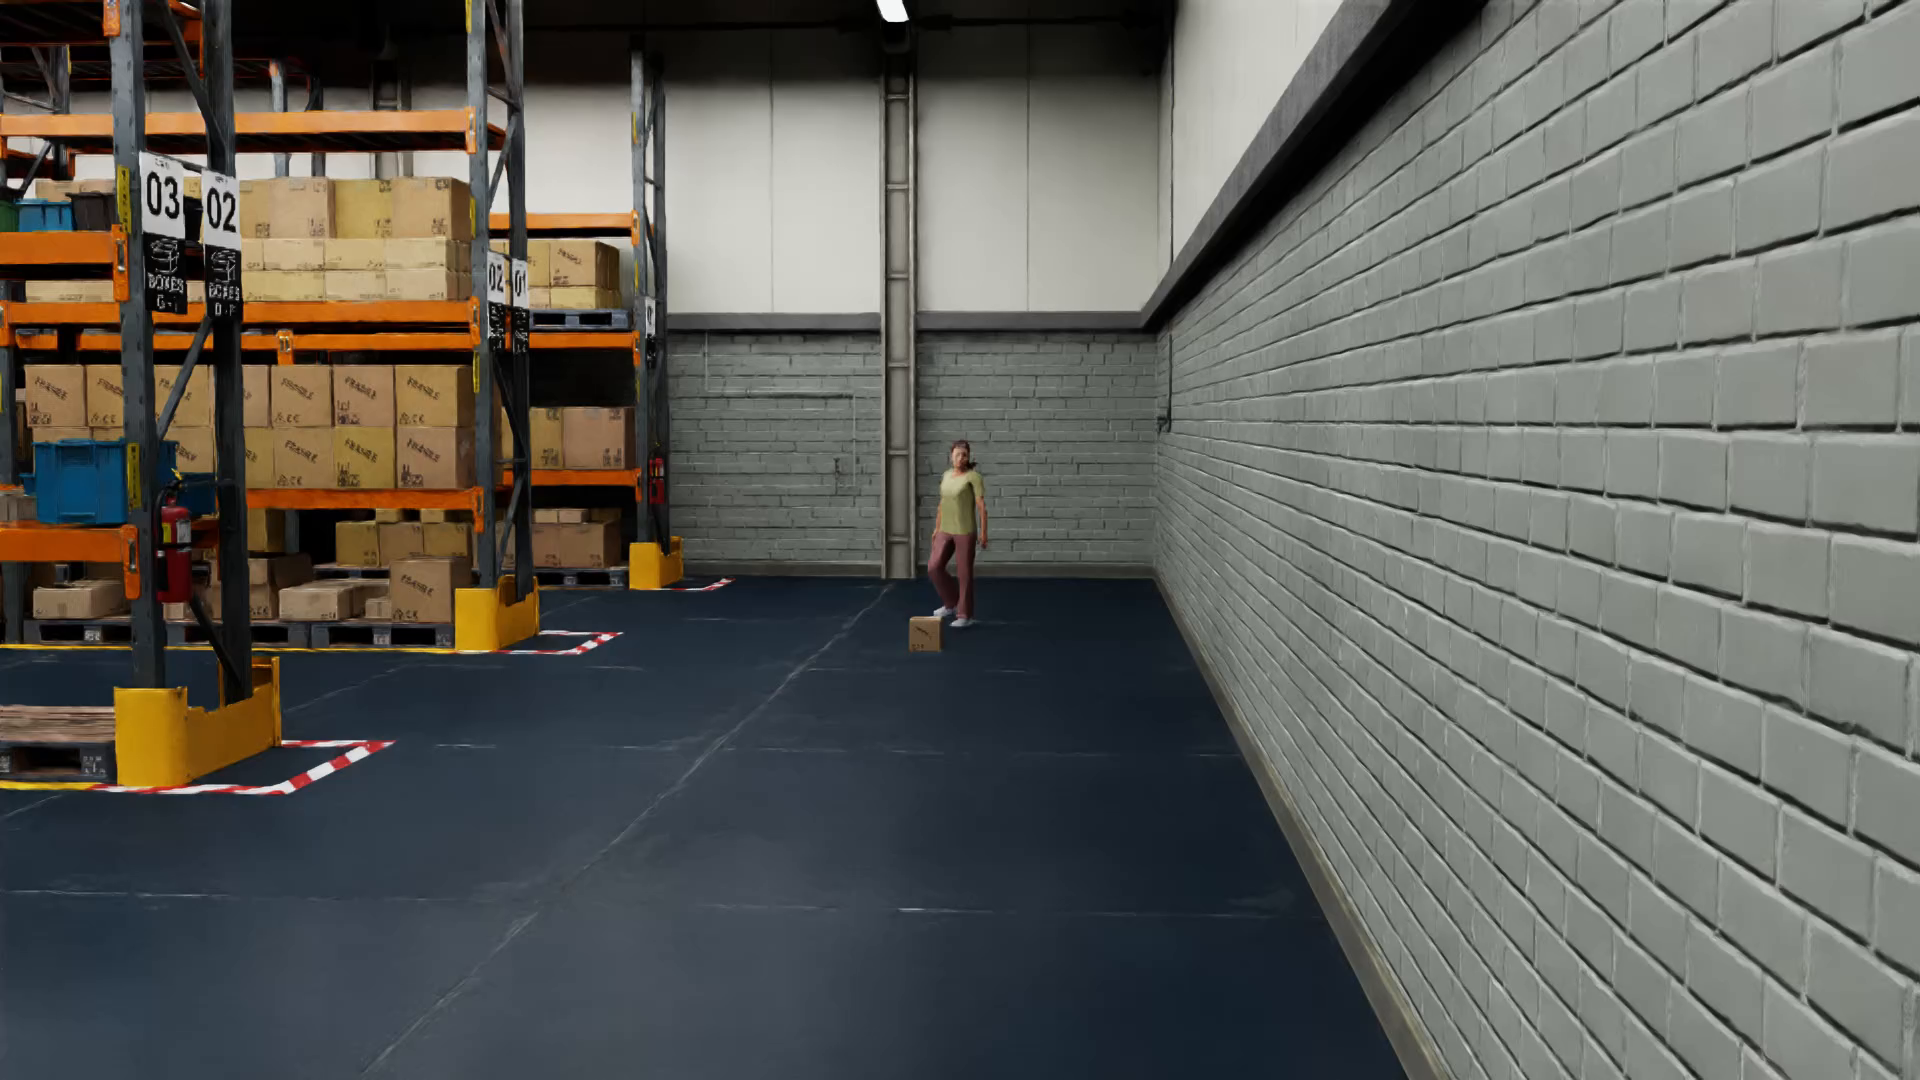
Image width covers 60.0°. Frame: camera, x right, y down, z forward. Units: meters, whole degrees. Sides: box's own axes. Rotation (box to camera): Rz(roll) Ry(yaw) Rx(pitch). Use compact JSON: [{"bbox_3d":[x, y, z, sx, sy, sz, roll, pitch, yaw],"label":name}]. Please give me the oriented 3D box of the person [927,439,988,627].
[{"bbox_3d":[-0.029,-0.064,14.763,0.628,1.663,0.431,3,5,37],"label":"person"}]
